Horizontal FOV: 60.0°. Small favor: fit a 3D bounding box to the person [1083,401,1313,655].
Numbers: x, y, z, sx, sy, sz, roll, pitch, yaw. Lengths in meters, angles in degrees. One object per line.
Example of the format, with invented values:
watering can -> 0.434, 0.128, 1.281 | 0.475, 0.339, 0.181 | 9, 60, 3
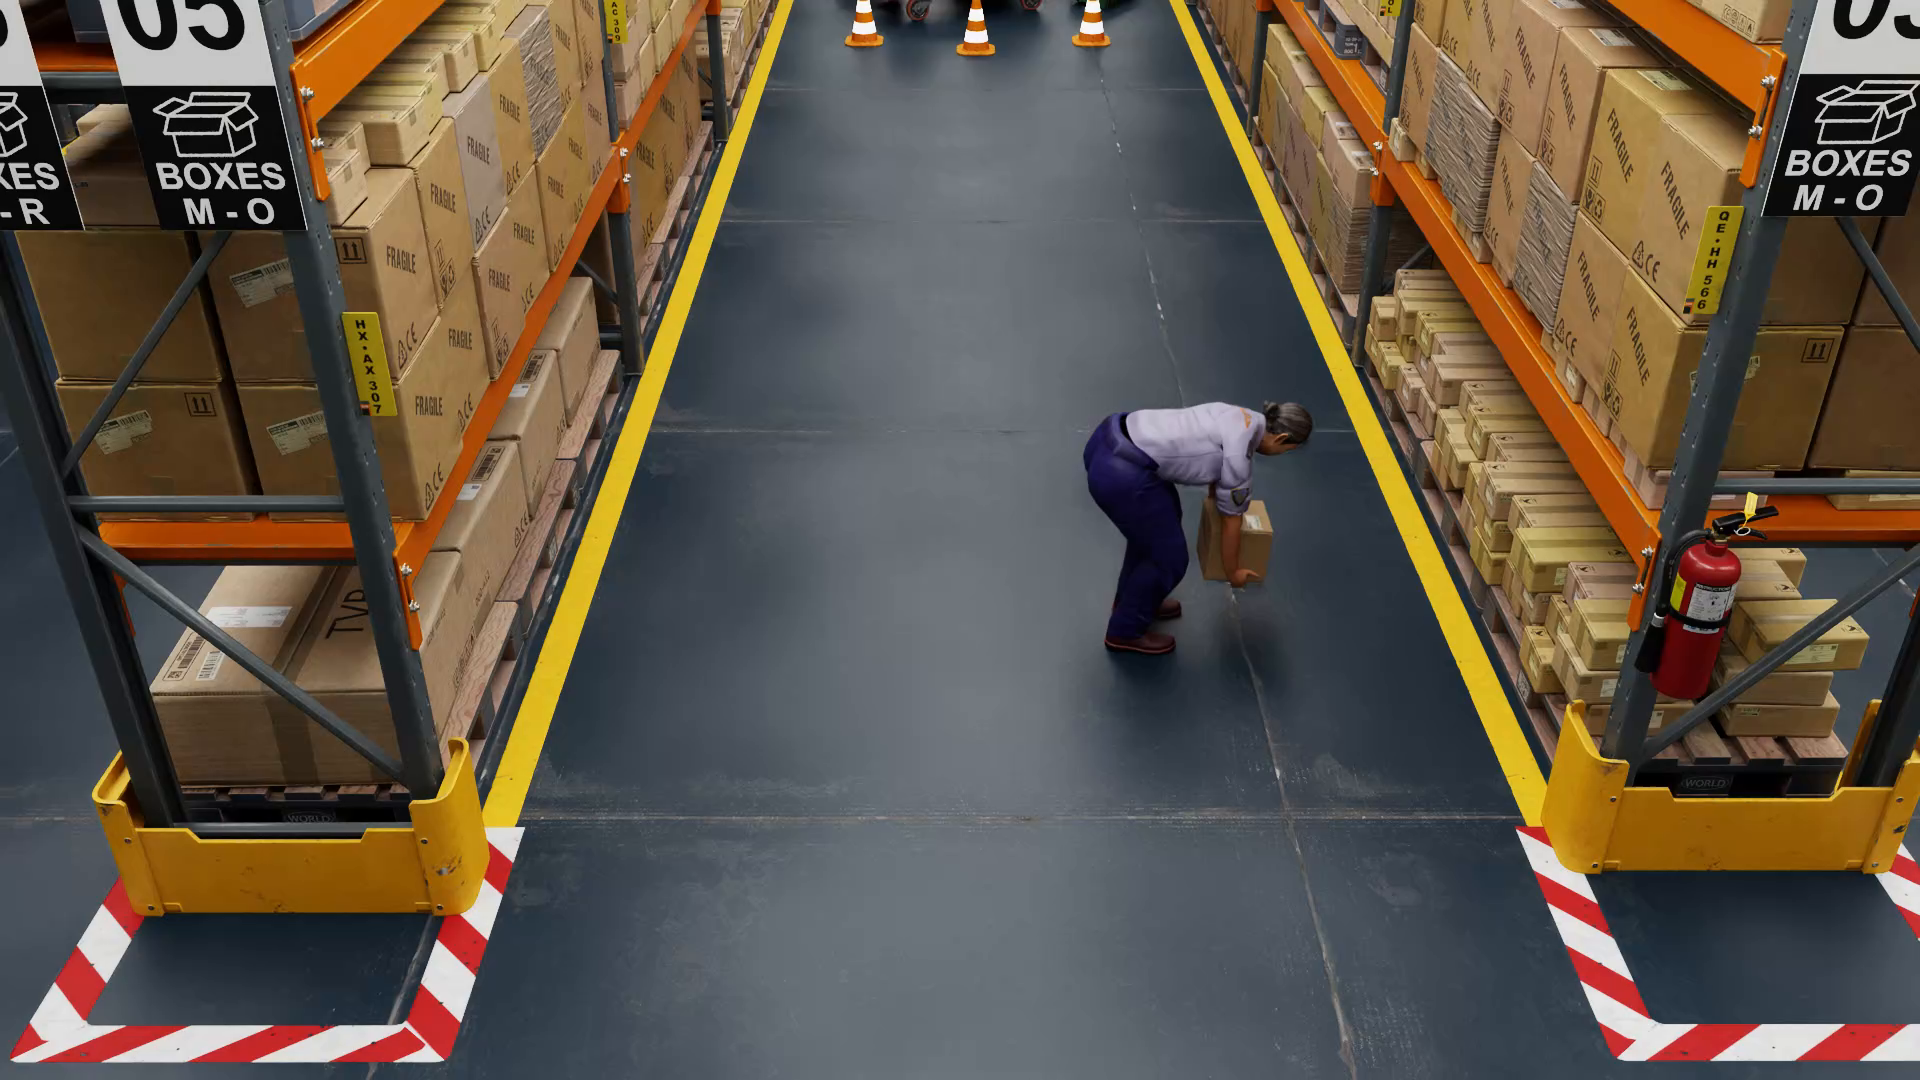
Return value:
person -> 0.953, -0.066, 6.833 | 0.904, 1.046, 0.462 | -1, 32, -2
